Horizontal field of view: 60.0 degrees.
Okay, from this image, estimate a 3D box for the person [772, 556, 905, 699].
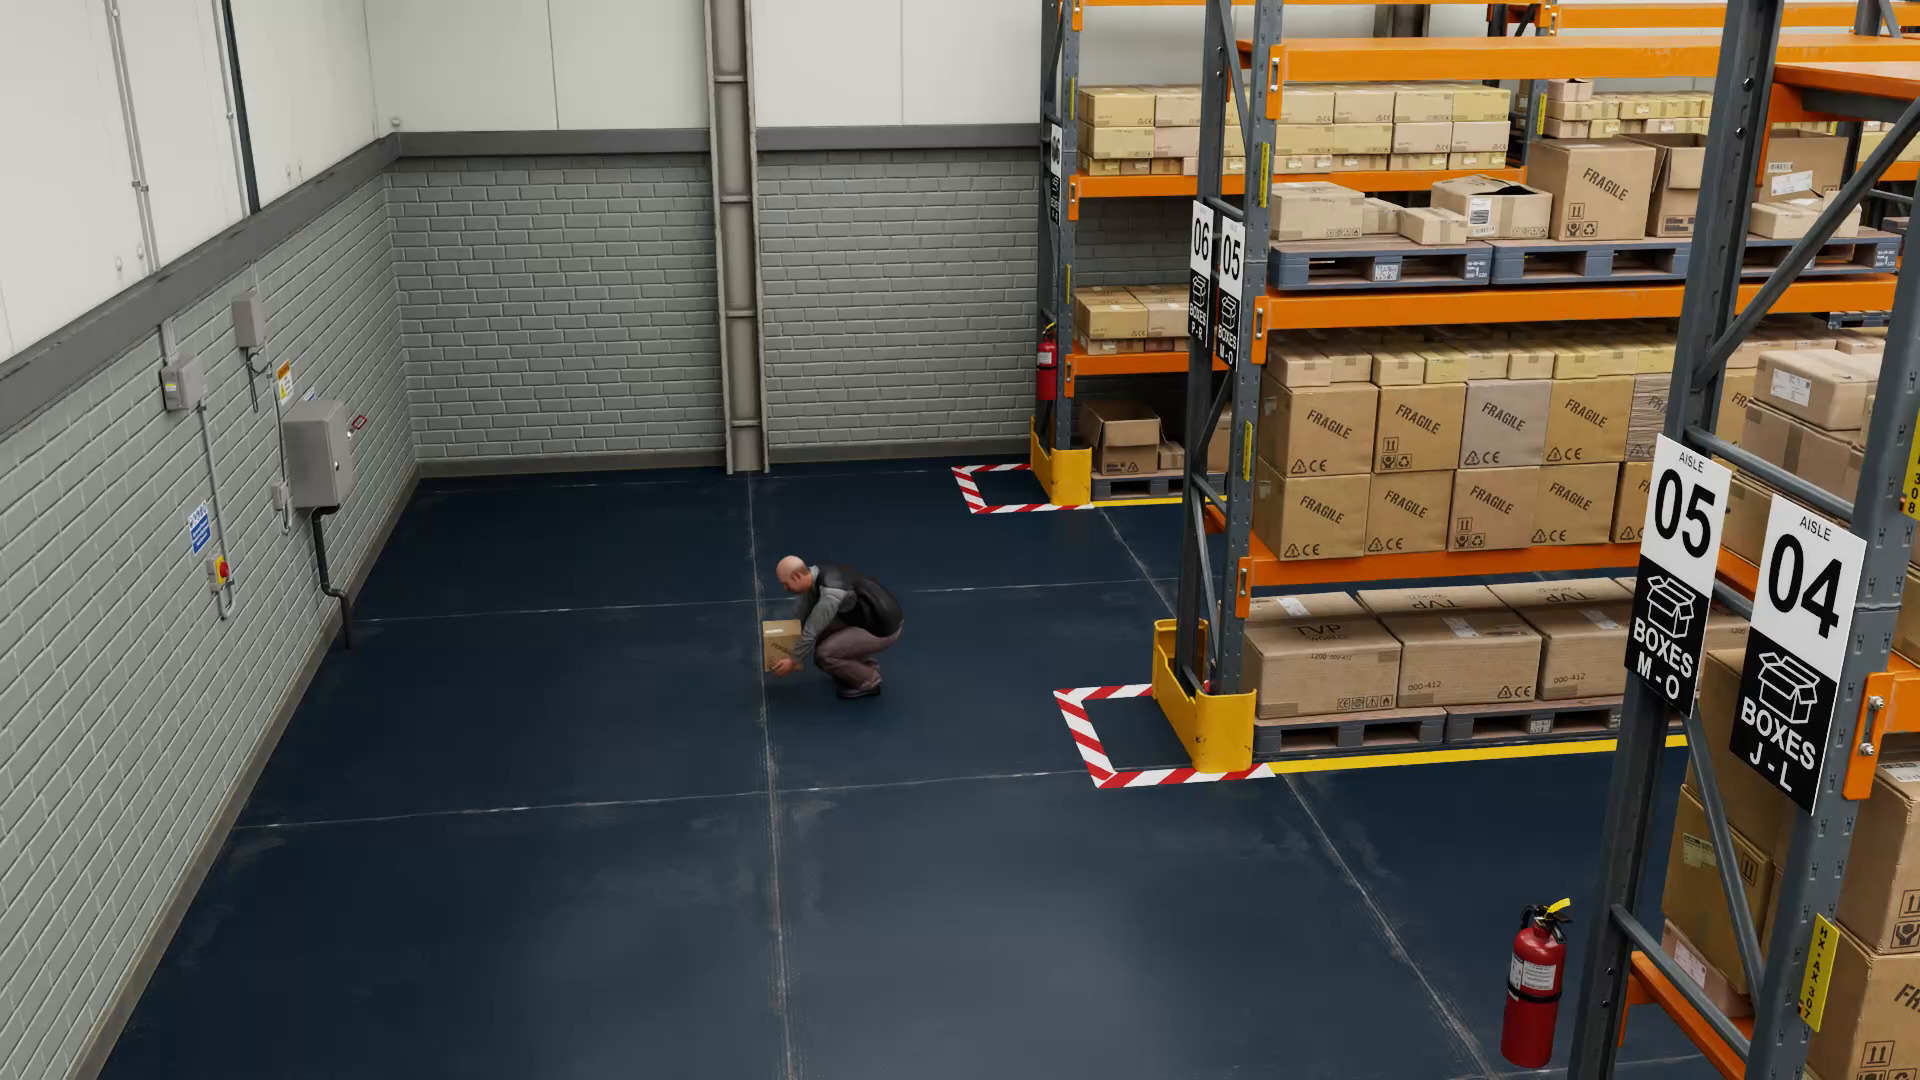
[{"bbox_3d":[-0.808,0.528,10.772,0.859,0.966,0.541,-3,20,-8],"label":"person"}]
